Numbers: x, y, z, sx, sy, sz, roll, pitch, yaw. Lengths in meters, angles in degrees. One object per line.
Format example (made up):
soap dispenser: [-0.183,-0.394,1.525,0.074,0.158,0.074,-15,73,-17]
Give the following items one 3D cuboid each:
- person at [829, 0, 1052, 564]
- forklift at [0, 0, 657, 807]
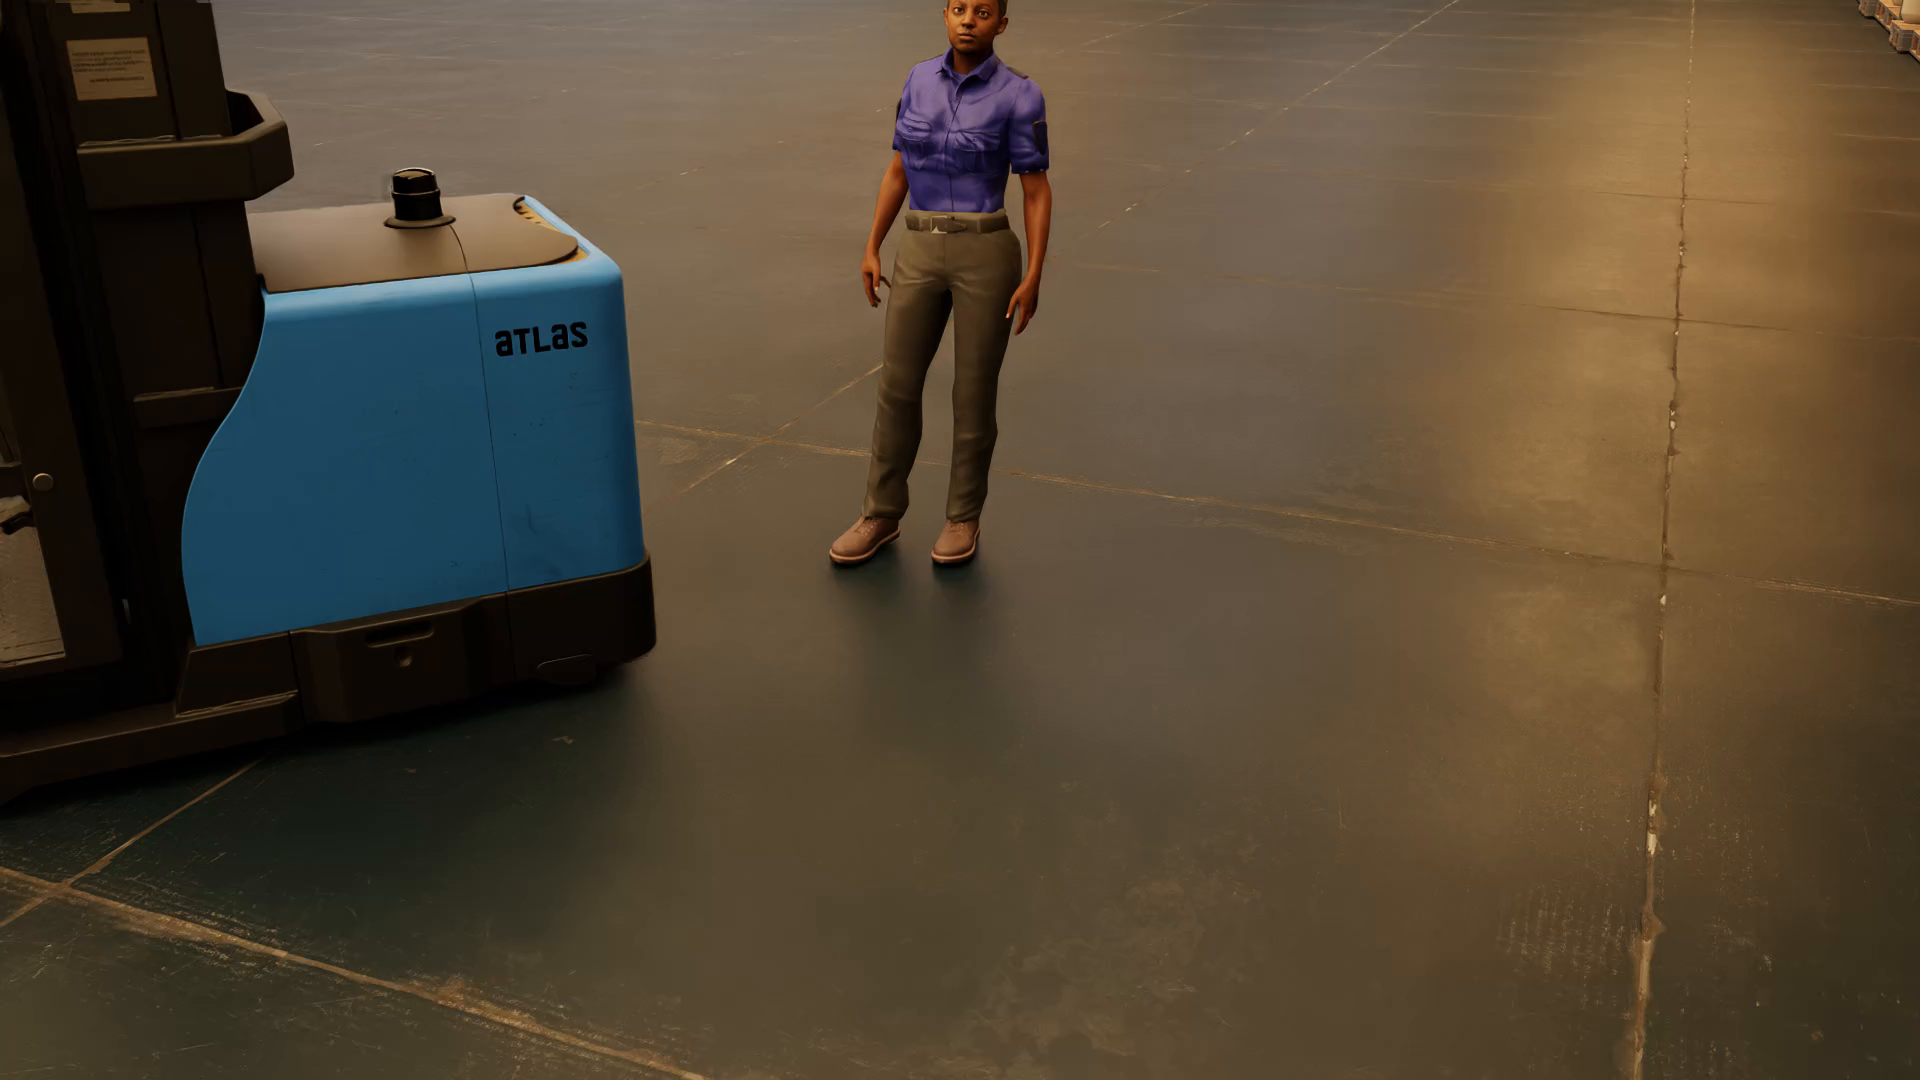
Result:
person: [-0.052,-0.742,4.703,0.569,1.655,0.504,9,24,21]
forklift: [-2.336,-0.927,3.510,3.031,2.935,1.130,-11,25,-24]
